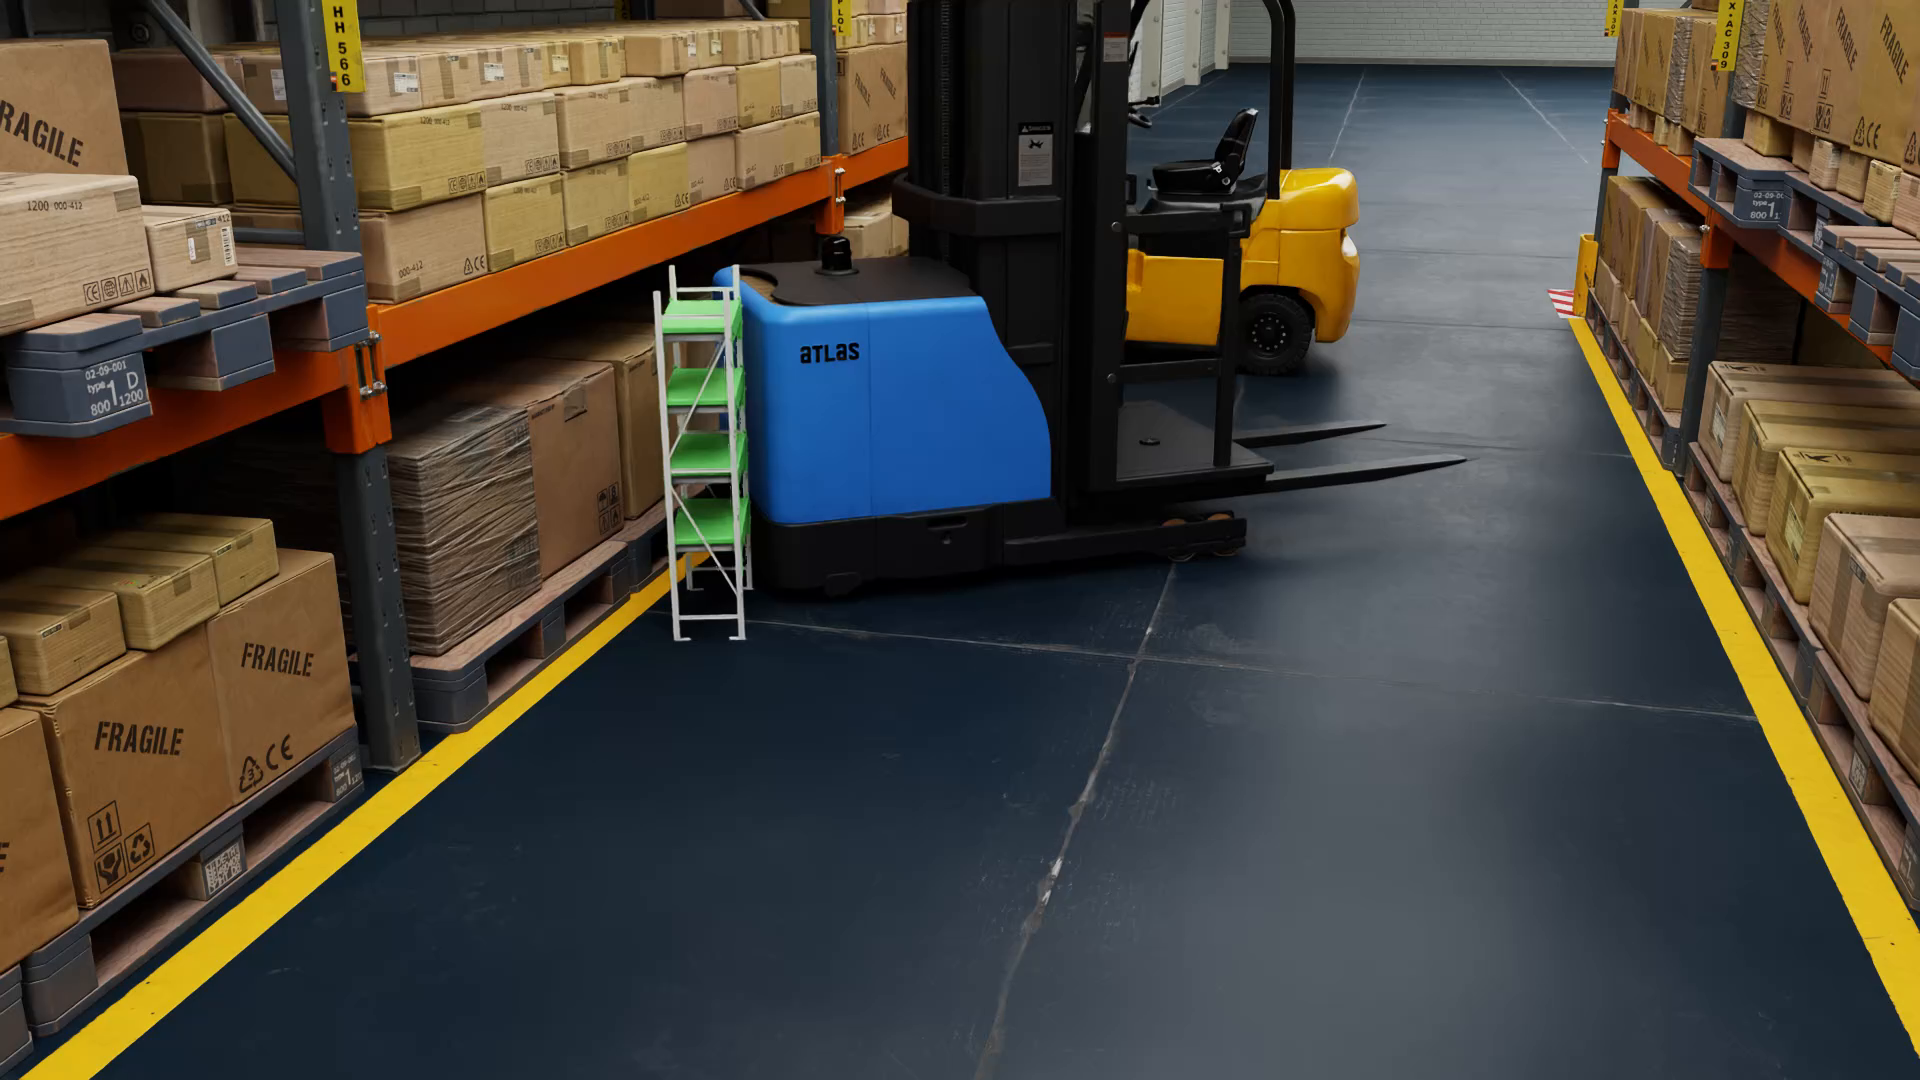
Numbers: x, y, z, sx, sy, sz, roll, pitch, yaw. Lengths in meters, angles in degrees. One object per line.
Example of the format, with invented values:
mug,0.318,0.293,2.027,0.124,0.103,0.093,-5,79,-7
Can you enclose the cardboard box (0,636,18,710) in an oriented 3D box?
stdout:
cardboard box,-2.192,0.290,3.412,0.380,0.149,0.250,5,20,15

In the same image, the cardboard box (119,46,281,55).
cardboard box,-2.226,-1.371,4.904,0.380,0.149,0.250,5,20,15

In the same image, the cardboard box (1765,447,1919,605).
cardboard box,3.260,-0.018,5.516,0.950,0.372,0.625,5,20,15

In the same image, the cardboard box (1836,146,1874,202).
cardboard box,2.903,-1.111,5.037,0.380,0.149,0.250,4,19,12

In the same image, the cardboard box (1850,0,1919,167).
cardboard box,2.828,-1.290,4.559,0.500,0.500,0.500,3,19,10

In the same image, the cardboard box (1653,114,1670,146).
cardboard box,3.874,-2.157,8.751,0.380,0.149,0.250,5,19,14

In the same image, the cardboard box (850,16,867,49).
cardboard box,-0.693,-2.577,8.433,0.380,0.149,0.250,5,20,15

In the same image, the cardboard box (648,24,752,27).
cardboard box,-1.112,-2.137,7.145,0.380,0.149,0.250,5,19,13

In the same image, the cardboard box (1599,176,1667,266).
cardboard box,4.233,-1.939,10.167,0.500,0.500,0.500,4,19,12

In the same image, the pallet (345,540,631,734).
pallet,-1.826,0.256,5.611,1.003,0.211,1.213,5,19,13

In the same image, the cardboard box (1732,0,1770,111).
cardboard box,3.334,-1.934,6.444,0.500,0.500,0.500,5,20,15

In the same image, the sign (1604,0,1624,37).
sign,4.178,-3.377,10.596,0.100,0.325,0.005,5,19,13

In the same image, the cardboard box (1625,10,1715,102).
cardboard box,4.196,-2.824,9.699,0.500,0.500,0.500,5,20,15

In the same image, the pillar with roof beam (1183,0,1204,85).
pillar with roof beam,8.884,-13.190,31.382,9.100,9.000,0.400,5,19,13

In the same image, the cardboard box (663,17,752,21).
cardboard box,-1.258,-2.537,8.317,0.380,0.149,0.250,5,19,13

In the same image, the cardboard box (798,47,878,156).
cardboard box,-0.726,-2.228,8.415,0.500,0.500,0.500,4,19,12

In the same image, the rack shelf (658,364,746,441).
rack shelf,-0.872,-0.471,5.667,0.258,0.148,0.480,-1,19,-3

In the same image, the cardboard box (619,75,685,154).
cardboard box,-1.351,-1.575,6.118,0.500,0.250,0.500,5,19,14

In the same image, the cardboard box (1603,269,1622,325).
cardboard box,4.106,-1.432,9.844,0.500,0.250,0.500,5,20,15

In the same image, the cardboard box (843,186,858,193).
cardboard box,-0.909,-1.920,9.725,0.500,0.250,0.500,5,19,14

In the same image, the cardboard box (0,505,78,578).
cardboard box,-2.495,0.008,4.238,0.380,0.149,0.250,6,20,16

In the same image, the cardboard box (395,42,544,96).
cardboard box,-1.548,-1.489,5.247,0.380,0.149,0.250,5,19,14

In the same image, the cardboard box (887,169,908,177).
cardboard box,-0.153,-2.198,10.540,0.500,0.250,0.500,5,19,14

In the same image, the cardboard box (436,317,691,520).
cardboard box,-1.583,-0.494,6.518,0.875,0.625,0.625,4,19,11

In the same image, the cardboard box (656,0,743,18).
cardboard box,-1.303,-2.681,8.278,0.380,0.149,0.250,5,19,14

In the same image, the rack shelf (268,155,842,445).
rack shelf,-1.576,-1.095,6.365,1.077,0.370,4.000,5,19,13

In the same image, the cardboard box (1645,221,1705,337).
cardboard box,3.733,-1.290,8.267,0.500,0.500,0.500,5,19,14

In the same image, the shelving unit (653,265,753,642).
shelving unit,-0.872,-0.305,5.724,0.258,1.200,0.503,-1,19,-3

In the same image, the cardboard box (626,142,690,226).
cardboard box,-1.344,-1.339,6.199,0.500,0.250,0.500,5,20,15

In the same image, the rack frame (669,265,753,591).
rack frame,-0.888,-0.384,5.954,0.240,1.200,0.015,-1,19,-3

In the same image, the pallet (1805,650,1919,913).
pallet,2.942,0.657,4.437,1.003,0.211,1.213,5,19,13

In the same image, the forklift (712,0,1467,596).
forklift,0.596,-1.454,6.411,3.031,2.935,1.130,-6,20,-18

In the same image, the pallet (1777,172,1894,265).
pallet,3.193,-0.950,5.126,1.003,0.211,1.213,5,19,13

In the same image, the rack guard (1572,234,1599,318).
rack guard,4.685,-1.718,10.945,1.175,0.500,0.348,5,19,13

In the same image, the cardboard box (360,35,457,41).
cardboard box,-1.992,-1.691,5.839,0.380,0.149,0.250,4,19,12

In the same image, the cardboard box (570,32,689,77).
cardboard box,-1.229,-1.800,6.158,0.380,0.149,0.250,4,19,12

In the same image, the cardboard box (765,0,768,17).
cardboard box,-0.763,-2.724,8.404,0.380,0.149,0.250,5,19,14

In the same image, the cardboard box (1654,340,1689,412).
cardboard box,3.610,-0.775,7.921,0.500,0.250,0.500,6,20,16

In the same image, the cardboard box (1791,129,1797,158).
cardboard box,3.220,-1.430,5.973,0.380,0.149,0.250,6,20,17

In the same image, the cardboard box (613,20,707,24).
cardboard box,-1.382,-2.323,7.690,0.380,0.149,0.250,4,19,12

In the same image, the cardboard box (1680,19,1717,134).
cardboard box,3.713,-2.180,7.815,0.500,0.500,0.500,5,20,15

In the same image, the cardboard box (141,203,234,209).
cardboard box,-2.203,-0.898,4.909,0.500,0.250,0.500,4,19,12

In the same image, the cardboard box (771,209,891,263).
cardboard box,-0.665,-1.560,8.670,0.500,0.250,0.500,4,19,13

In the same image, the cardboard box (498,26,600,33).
cardboard box,-1.688,-2.007,6.765,0.380,0.149,0.250,5,19,13

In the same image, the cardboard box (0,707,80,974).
cardboard box,-2.218,0.646,3.374,0.500,0.500,0.500,6,20,16

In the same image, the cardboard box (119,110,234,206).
cardboard box,-2.225,-1.137,4.833,0.500,0.250,0.500,5,20,15

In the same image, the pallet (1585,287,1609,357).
pallet,4.452,-1.330,10.254,1.003,0.211,1.213,5,19,13

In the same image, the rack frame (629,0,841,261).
rack frame,-1.088,-2.062,8.084,1.000,3.000,0.127,5,19,13
